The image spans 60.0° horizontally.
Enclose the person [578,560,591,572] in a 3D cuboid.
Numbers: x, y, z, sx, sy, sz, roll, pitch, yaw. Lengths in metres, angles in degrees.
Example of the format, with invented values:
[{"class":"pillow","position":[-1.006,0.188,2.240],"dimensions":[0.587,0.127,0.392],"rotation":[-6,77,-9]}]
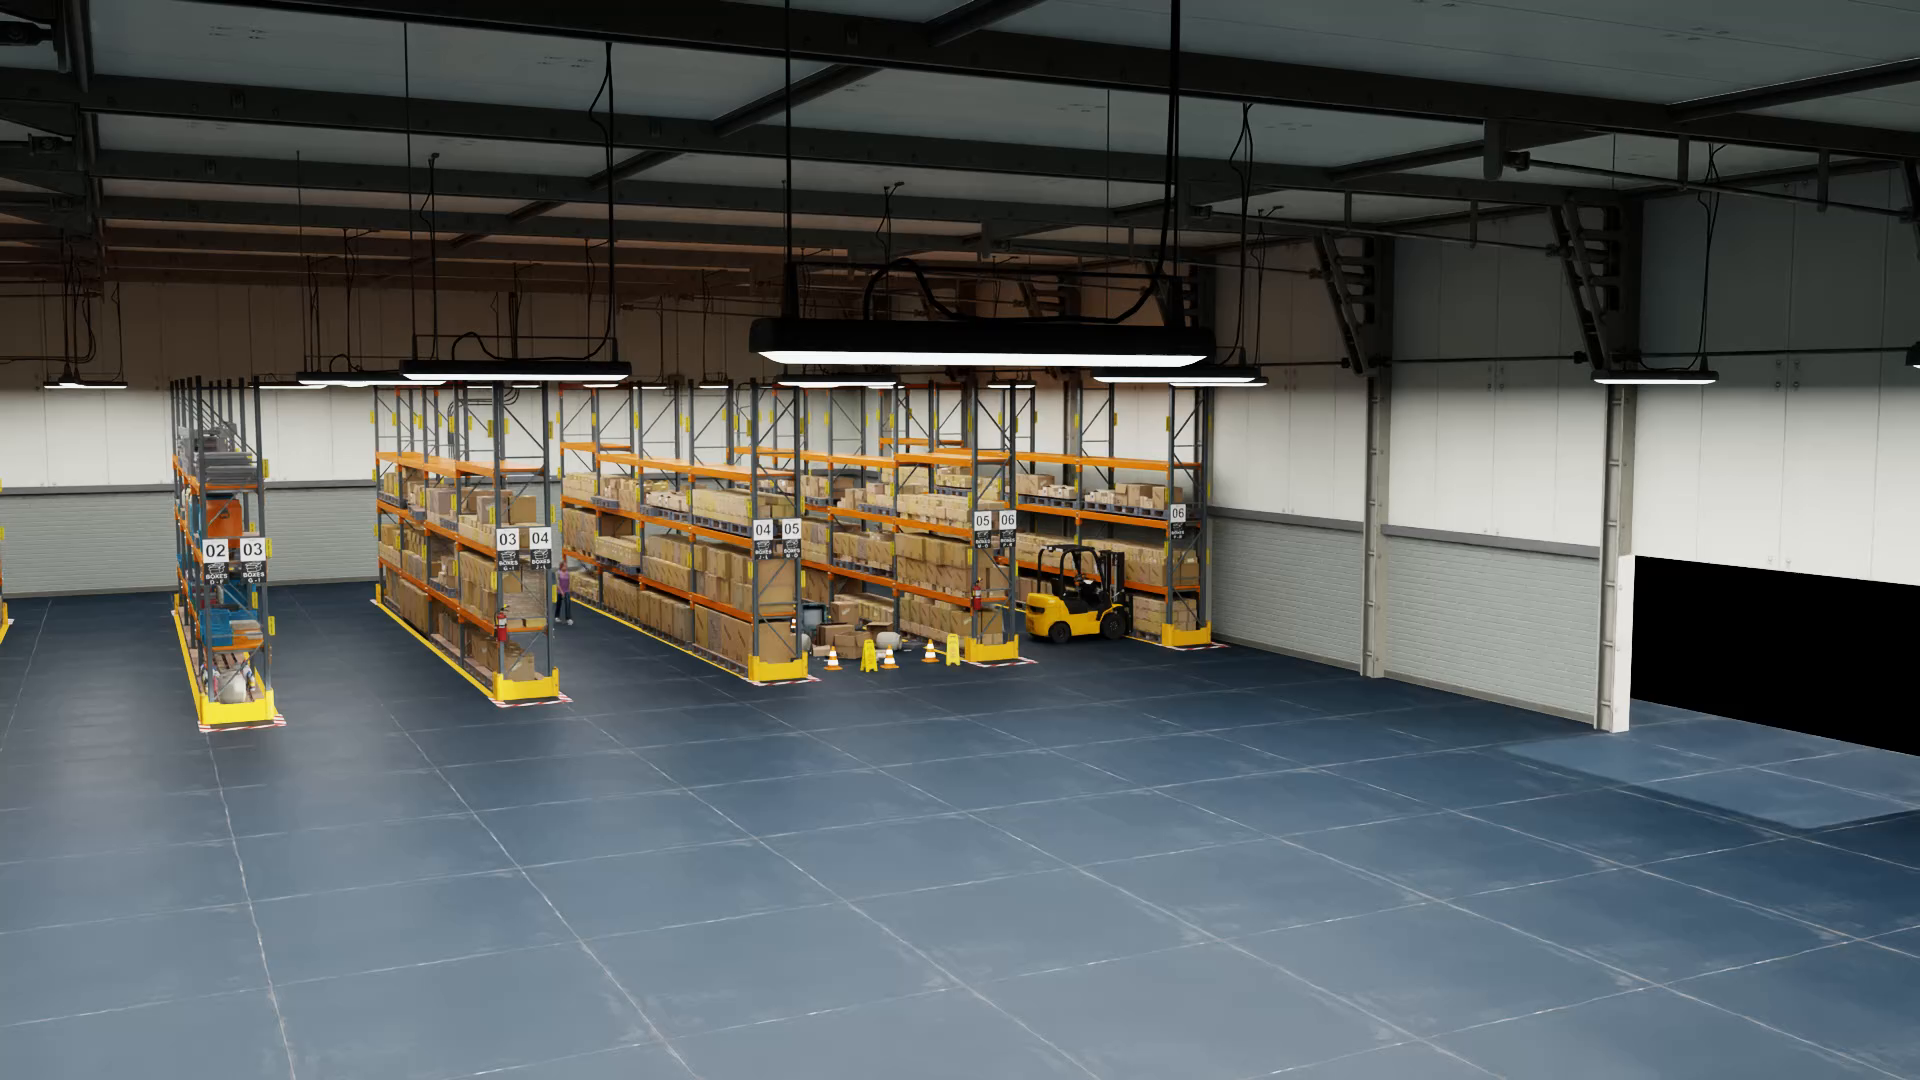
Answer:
[{"class":"person","position":[-11.173,0.494,49.269],"dimensions":[0.420,1.671,0.476],"rotation":[-2,6,-25]}]

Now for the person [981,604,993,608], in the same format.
[{"class":"person","position":[0.644,1.321,39.863],"dimensions":[0.624,1.833,0.608],"rotation":[-3,6,-32]}]

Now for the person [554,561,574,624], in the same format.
[{"class":"person","position":[-9.783,1.288,41.094],"dimensions":[0.408,1.533,0.944],"rotation":[-4,6,-38]}]
